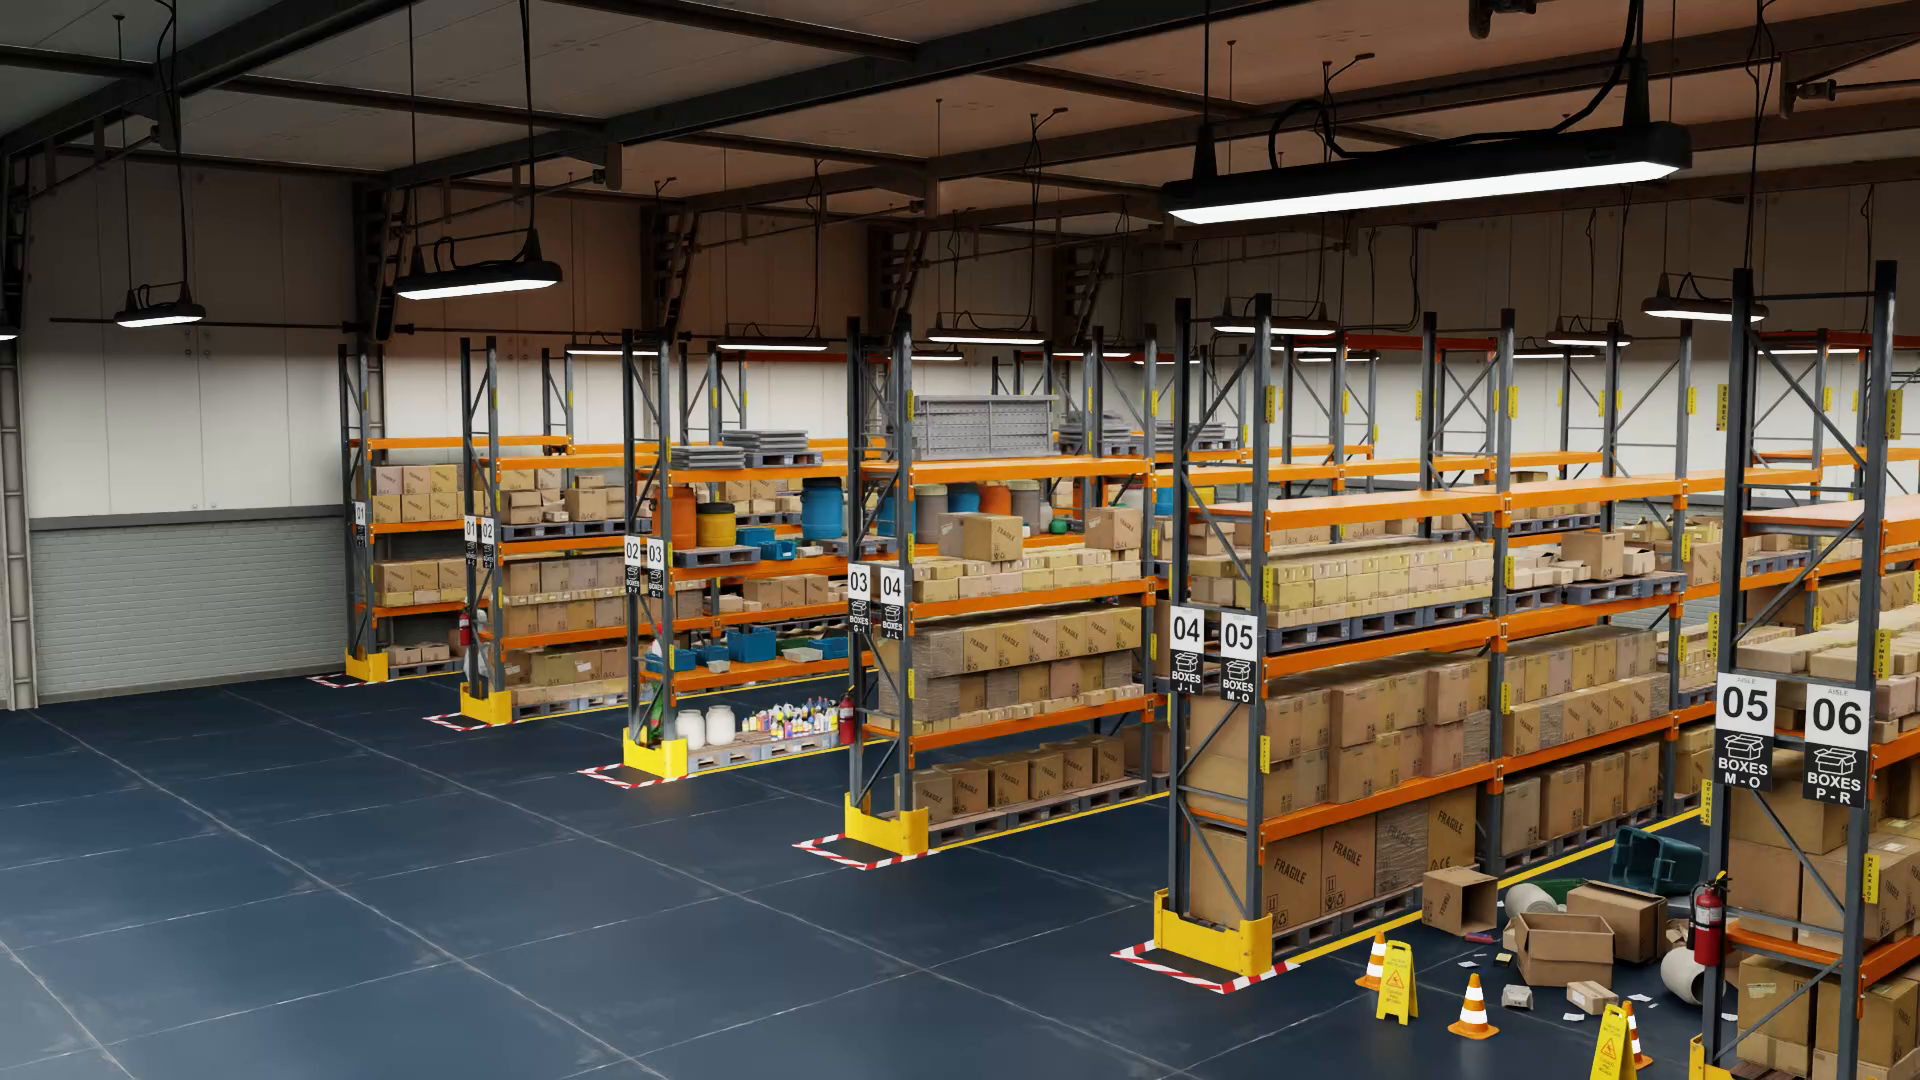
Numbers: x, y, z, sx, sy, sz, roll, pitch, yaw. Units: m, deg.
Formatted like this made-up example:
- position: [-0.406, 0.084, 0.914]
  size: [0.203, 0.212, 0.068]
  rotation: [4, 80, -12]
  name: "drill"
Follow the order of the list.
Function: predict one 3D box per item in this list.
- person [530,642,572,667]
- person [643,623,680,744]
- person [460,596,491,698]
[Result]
- position: [-7.485, 1.578, 30.848]
  size: [0.507, 1.606, 1.005]
  rotation: [4, 6, 34]
  name: "person"
- position: [-4.379, 2.102, 24.385]
  size: [0.585, 1.808, 0.542]
  rotation: [4, 7, 39]
  name: "person"
- position: [-8.088, 1.779, 28.089]
  size: [0.620, 1.764, 0.701]
  rotation: [5, 7, 42]
  name: "person"
